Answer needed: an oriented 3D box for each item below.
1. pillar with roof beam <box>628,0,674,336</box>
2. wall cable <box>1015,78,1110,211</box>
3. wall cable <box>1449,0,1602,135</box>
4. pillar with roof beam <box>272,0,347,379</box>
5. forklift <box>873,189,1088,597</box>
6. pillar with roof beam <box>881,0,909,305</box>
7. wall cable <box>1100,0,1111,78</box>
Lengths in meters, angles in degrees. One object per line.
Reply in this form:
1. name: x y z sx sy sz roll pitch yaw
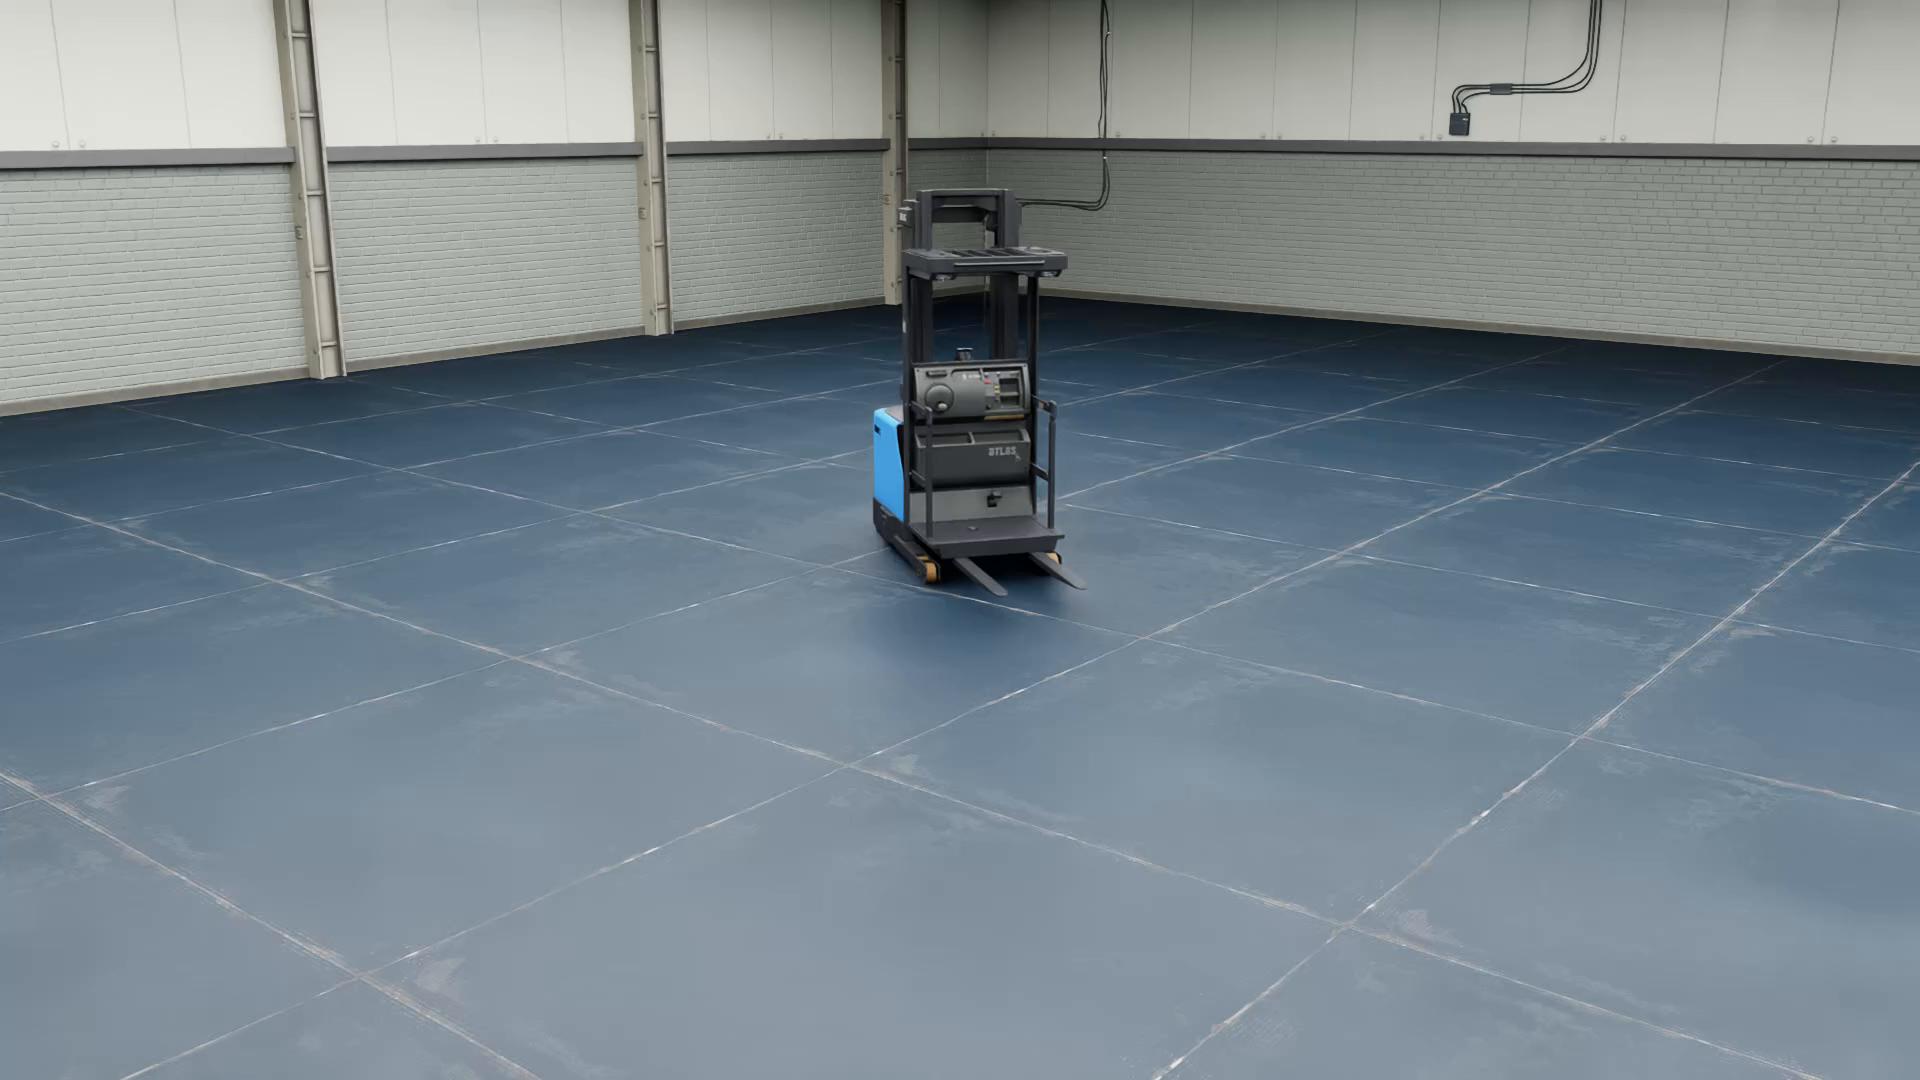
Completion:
1. pillar with roof beam: -1.643 -7.113 23.847 9.100 9.000 0.400 11 18 38
2. wall cable: 1.659 -7.783 32.790 3.097 2.526 0.112 11 18 38
3. wall cable: 9.034 -9.464 26.194 2.305 6.003 0.169 11 18 38
4. pillar with roof beam: -5.414 -5.964 19.324 9.100 9.000 0.400 11 18 38
5. forklift: 0.160 -1.194 12.869 1.130 2.935 3.031 -4 15 -16
6. pillar with roof beam: 2.128 -8.262 28.370 9.100 9.000 0.400 11 18 38
7. wall cable: 3.764 -9.812 30.520 3.097 2.526 0.112 11 18 38
